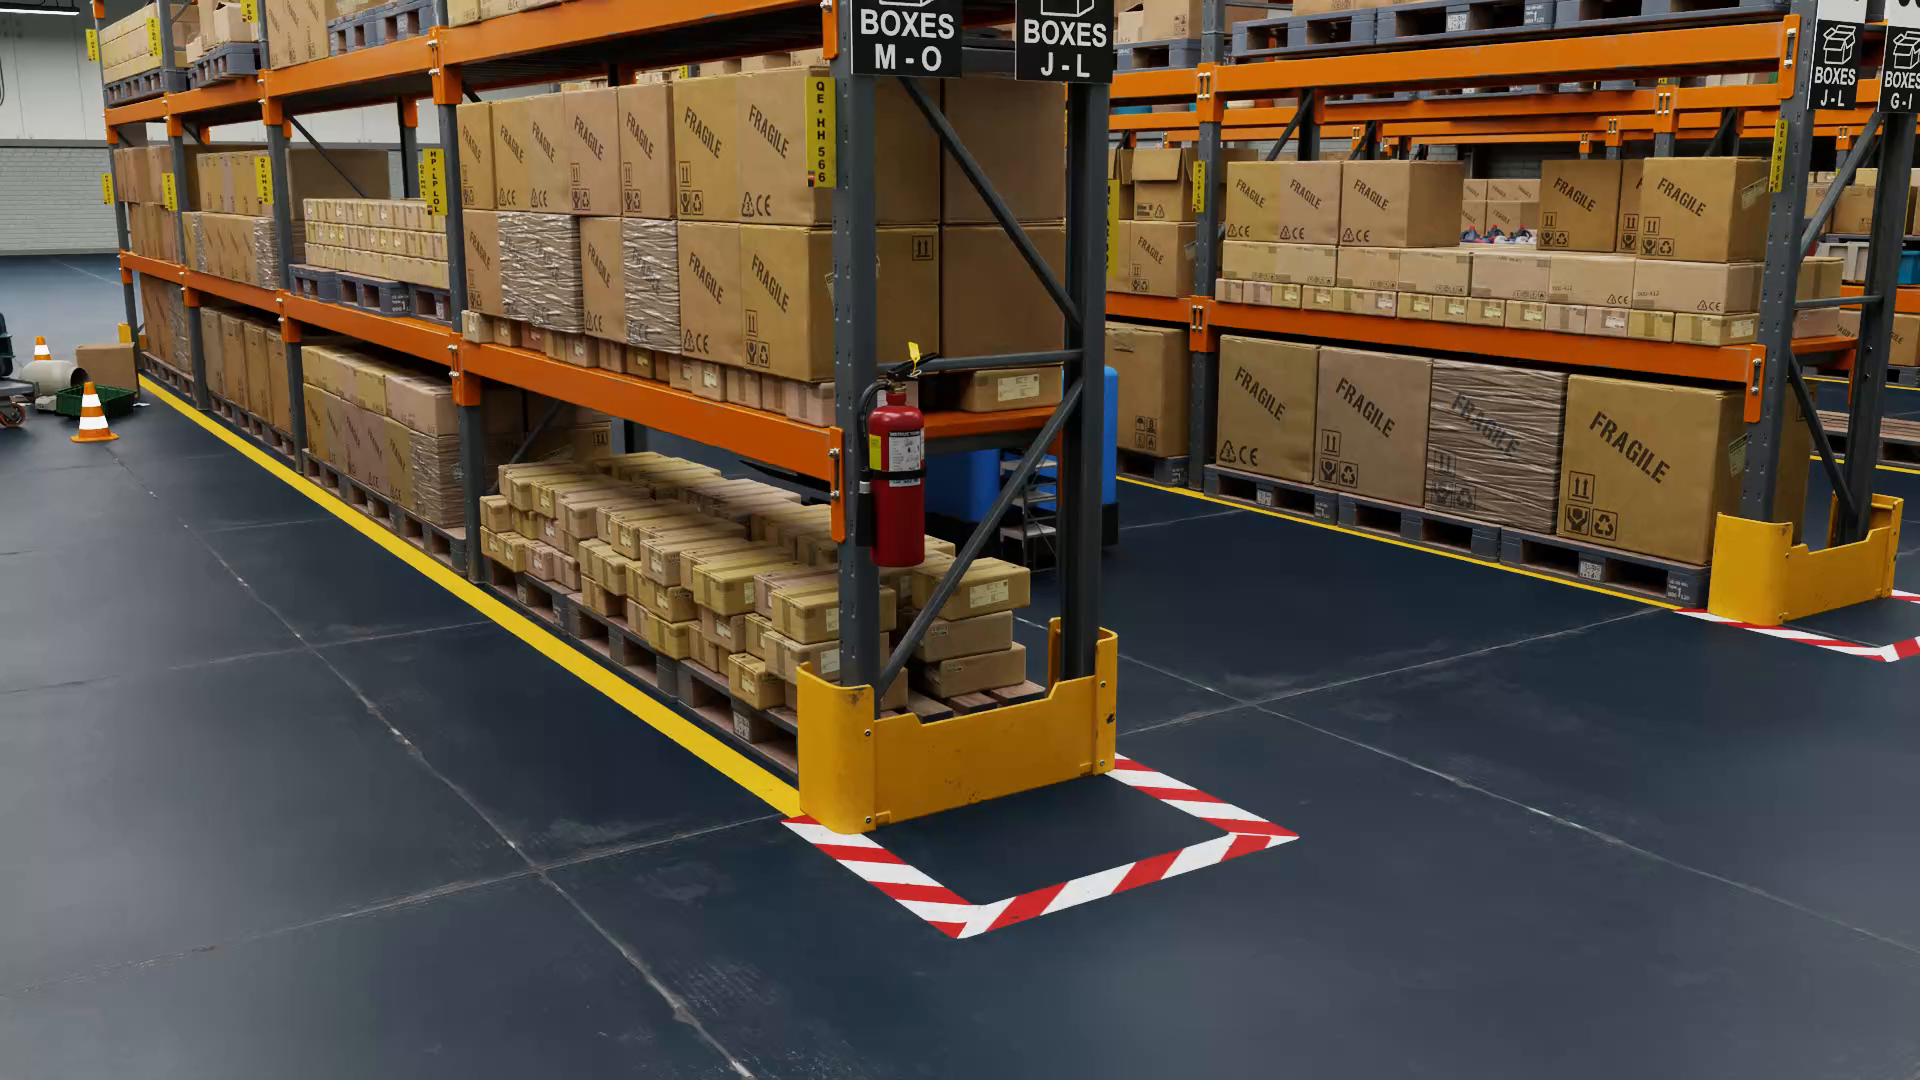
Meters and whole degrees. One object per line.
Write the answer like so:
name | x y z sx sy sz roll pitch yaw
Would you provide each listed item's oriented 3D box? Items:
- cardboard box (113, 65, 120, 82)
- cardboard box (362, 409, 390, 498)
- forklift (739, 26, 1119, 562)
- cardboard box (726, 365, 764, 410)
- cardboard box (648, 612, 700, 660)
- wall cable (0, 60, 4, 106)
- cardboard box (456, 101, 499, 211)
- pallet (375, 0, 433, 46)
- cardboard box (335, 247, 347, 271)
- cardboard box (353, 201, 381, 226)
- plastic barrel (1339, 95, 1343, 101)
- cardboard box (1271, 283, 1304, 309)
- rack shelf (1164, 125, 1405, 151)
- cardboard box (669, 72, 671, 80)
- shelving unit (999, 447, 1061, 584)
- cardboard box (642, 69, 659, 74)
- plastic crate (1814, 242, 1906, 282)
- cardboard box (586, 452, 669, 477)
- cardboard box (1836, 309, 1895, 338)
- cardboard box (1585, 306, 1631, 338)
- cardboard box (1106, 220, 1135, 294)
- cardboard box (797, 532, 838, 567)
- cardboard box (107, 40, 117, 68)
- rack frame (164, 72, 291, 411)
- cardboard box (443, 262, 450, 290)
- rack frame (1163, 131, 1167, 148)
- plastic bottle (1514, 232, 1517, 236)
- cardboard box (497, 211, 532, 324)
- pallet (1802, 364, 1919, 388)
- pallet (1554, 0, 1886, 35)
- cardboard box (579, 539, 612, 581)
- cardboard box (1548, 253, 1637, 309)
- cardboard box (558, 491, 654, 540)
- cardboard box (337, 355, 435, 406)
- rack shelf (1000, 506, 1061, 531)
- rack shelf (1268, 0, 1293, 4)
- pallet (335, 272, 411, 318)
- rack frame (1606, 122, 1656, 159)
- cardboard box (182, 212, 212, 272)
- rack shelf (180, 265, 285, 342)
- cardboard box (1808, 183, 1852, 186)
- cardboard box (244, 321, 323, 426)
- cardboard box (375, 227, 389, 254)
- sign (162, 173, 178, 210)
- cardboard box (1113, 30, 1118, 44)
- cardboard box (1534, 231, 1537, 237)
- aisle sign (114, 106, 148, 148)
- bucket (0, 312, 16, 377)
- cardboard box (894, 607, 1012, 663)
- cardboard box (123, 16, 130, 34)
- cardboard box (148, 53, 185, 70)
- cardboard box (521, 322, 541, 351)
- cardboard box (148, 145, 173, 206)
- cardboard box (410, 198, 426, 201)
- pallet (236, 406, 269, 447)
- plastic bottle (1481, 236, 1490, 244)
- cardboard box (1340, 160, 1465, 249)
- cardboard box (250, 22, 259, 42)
cardboard box | -8.470 -4.789 17.089 0.380 0.149 0.250 -8 15 -32
cardboard box | -3.350 -0.561 10.273 0.500 0.500 0.500 -8 15 -34
forklift | -0.363 -1.542 10.051 1.130 2.935 3.031 -9 15 -34
cardboard box | -0.623 -0.574 6.052 0.380 0.149 0.250 -8 15 -33
cardboard box | -1.057 0.367 6.853 0.380 0.149 0.250 -9 15 -35
wall cable | -26.615 -13.732 43.633 2.305 6.003 0.169 -8 15 -33
cardboard box | -2.119 -1.865 8.100 0.500 0.500 0.500 -8 14 -31
pallet | -2.419 -2.788 9.007 1.213 0.211 1.003 -8 15 -33
cardboard box | -3.853 -1.839 10.854 0.380 0.149 0.250 -7 14 -30
cardboard box | -3.558 -2.038 10.371 0.380 0.149 0.250 -8 14 -31
plastic barrel | 4.009 -4.770 17.370 0.421 0.512 0.421 0 12 0
cardboard box | 2.198 -1.553 10.529 0.380 0.149 0.250 -8 14 -31
rack shelf | 4.728 -5.925 24.598 1.077 0.370 4.000 -8 15 -33
cardboard box | -2.906 -4.953 17.884 0.380 0.149 0.250 -8 15 -32
shelving unit | 0.373 -0.236 8.835 0.258 0.900 0.210 -9 15 -34
cardboard box | -3.560 -5.653 19.570 0.500 0.500 0.500 -8 15 -33
plastic crate | 6.835 -2.125 12.696 0.437 0.282 0.530 -8 15 -33
cardboard box | -1.752 -0.363 8.796 0.380 0.149 0.250 -8 14 -31
cardboard box | 9.489 -2.169 17.582 0.500 0.500 0.500 -8 15 -33
cardboard box | 3.480 -1.142 8.652 0.380 0.149 0.250 -8 15 -33
cardboard box | 1.264 -2.050 11.979 0.500 0.500 0.500 -8 14 -31
cardboard box | -0.449 0.054 6.891 0.380 0.149 0.250 -9 15 -36
cardboard box | -8.478 -5.011 17.172 0.500 0.250 0.500 -8 15 -33
rack frame | -6.598 -2.715 15.254 1.000 3.000 0.127 -8 15 -33
cardboard box | -2.551 -1.422 8.946 0.380 0.149 0.250 -8 15 -34
rack frame | 3.620 -5.167 26.469 1.000 3.000 0.127 -8 15 -33
plastic bottle | 5.315 -2.820 16.010 0.061 0.283 0.133 -8 15 -33
cardboard box | -1.821 -1.281 7.768 0.500 0.500 0.500 -8 15 -33
pallet | 9.786 -1.811 17.648 1.003 0.211 1.213 -8 15 -33
pallet | 3.816 -2.702 8.384 1.003 0.211 1.213 -8 15 -33
cardboard box | -1.484 0.079 7.475 0.380 0.149 0.250 -8 15 -33
cardboard box | 3.466 -1.367 8.745 0.500 0.250 0.500 -8 15 -34
cardboard box | -1.626 -0.115 7.666 0.380 0.149 0.250 -8 15 -32
cardboard box | -3.657 -1.023 10.630 0.500 0.250 0.500 -8 15 -32
rack shelf | 0.373 -0.116 8.861 0.258 0.077 0.200 -9 15 -34
rack shelf | 2.818 -5.898 18.390 1.077 0.370 4.000 -8 15 -33
pallet | -3.251 -1.562 10.434 1.003 0.211 1.213 -8 15 -33
rack frame | 8.052 -3.744 19.962 1.000 3.000 0.127 -8 15 -33
cardboard box | -6.531 -2.638 14.670 0.500 0.500 0.500 -8 15 -32
rack shelf | -5.490 -2.008 13.705 1.077 0.370 4.000 -8 15 -33
cardboard box | 11.905 -4.677 22.966 0.700 0.500 0.500 -10 16 -39
cardboard box | -5.132 -1.383 13.450 1.050 0.750 0.750 -8 15 -32
cardboard box | -3.284 -1.801 9.985 0.380 0.149 0.250 -8 15 -33
sign | -7.059 -3.110 14.852 0.100 0.325 0.005 -8 15 -33
cardboard box | 1.319 -3.691 12.304 0.380 0.149 0.250 -9 15 -35
cardboard box | 7.324 -3.749 20.571 0.380 0.149 0.250 -8 15 -33
aisle sign | -9.103 -4.673 18.125 0.394 0.787 0.004 -8 15 -33
bucket | -8.593 -1.609 14.304 0.726 0.611 0.620 -3 23 -13
cardboard box | -0.026 0.338 6.288 0.380 0.149 0.250 -7 14 -30
cardboard box | -7.908 -4.998 16.180 0.380 0.149 0.250 -8 15 -32
cardboard box | -7.206 -4.383 15.233 0.380 0.149 0.250 -8 15 -32
cardboard box | -1.885 -1.002 8.009 0.380 0.149 0.250 -9 15 -35
cardboard box | -7.175 -3.469 15.826 0.875 0.550 0.550 -8 15 -33
cardboard box | -3.591 -2.299 11.564 0.380 0.149 0.250 -8 15 -33
pallet | -5.428 -1.007 13.972 1.003 0.211 1.213 -8 15 -33
plastic bottle | 4.860 -2.684 15.417 0.097 0.271 0.097 0 12 0
cardboard box | 2.630 -2.003 9.901 0.500 0.500 0.500 -9 15 -35
cardboard box | -4.897 -3.689 12.018 0.380 0.166 0.250 -8 15 -33
